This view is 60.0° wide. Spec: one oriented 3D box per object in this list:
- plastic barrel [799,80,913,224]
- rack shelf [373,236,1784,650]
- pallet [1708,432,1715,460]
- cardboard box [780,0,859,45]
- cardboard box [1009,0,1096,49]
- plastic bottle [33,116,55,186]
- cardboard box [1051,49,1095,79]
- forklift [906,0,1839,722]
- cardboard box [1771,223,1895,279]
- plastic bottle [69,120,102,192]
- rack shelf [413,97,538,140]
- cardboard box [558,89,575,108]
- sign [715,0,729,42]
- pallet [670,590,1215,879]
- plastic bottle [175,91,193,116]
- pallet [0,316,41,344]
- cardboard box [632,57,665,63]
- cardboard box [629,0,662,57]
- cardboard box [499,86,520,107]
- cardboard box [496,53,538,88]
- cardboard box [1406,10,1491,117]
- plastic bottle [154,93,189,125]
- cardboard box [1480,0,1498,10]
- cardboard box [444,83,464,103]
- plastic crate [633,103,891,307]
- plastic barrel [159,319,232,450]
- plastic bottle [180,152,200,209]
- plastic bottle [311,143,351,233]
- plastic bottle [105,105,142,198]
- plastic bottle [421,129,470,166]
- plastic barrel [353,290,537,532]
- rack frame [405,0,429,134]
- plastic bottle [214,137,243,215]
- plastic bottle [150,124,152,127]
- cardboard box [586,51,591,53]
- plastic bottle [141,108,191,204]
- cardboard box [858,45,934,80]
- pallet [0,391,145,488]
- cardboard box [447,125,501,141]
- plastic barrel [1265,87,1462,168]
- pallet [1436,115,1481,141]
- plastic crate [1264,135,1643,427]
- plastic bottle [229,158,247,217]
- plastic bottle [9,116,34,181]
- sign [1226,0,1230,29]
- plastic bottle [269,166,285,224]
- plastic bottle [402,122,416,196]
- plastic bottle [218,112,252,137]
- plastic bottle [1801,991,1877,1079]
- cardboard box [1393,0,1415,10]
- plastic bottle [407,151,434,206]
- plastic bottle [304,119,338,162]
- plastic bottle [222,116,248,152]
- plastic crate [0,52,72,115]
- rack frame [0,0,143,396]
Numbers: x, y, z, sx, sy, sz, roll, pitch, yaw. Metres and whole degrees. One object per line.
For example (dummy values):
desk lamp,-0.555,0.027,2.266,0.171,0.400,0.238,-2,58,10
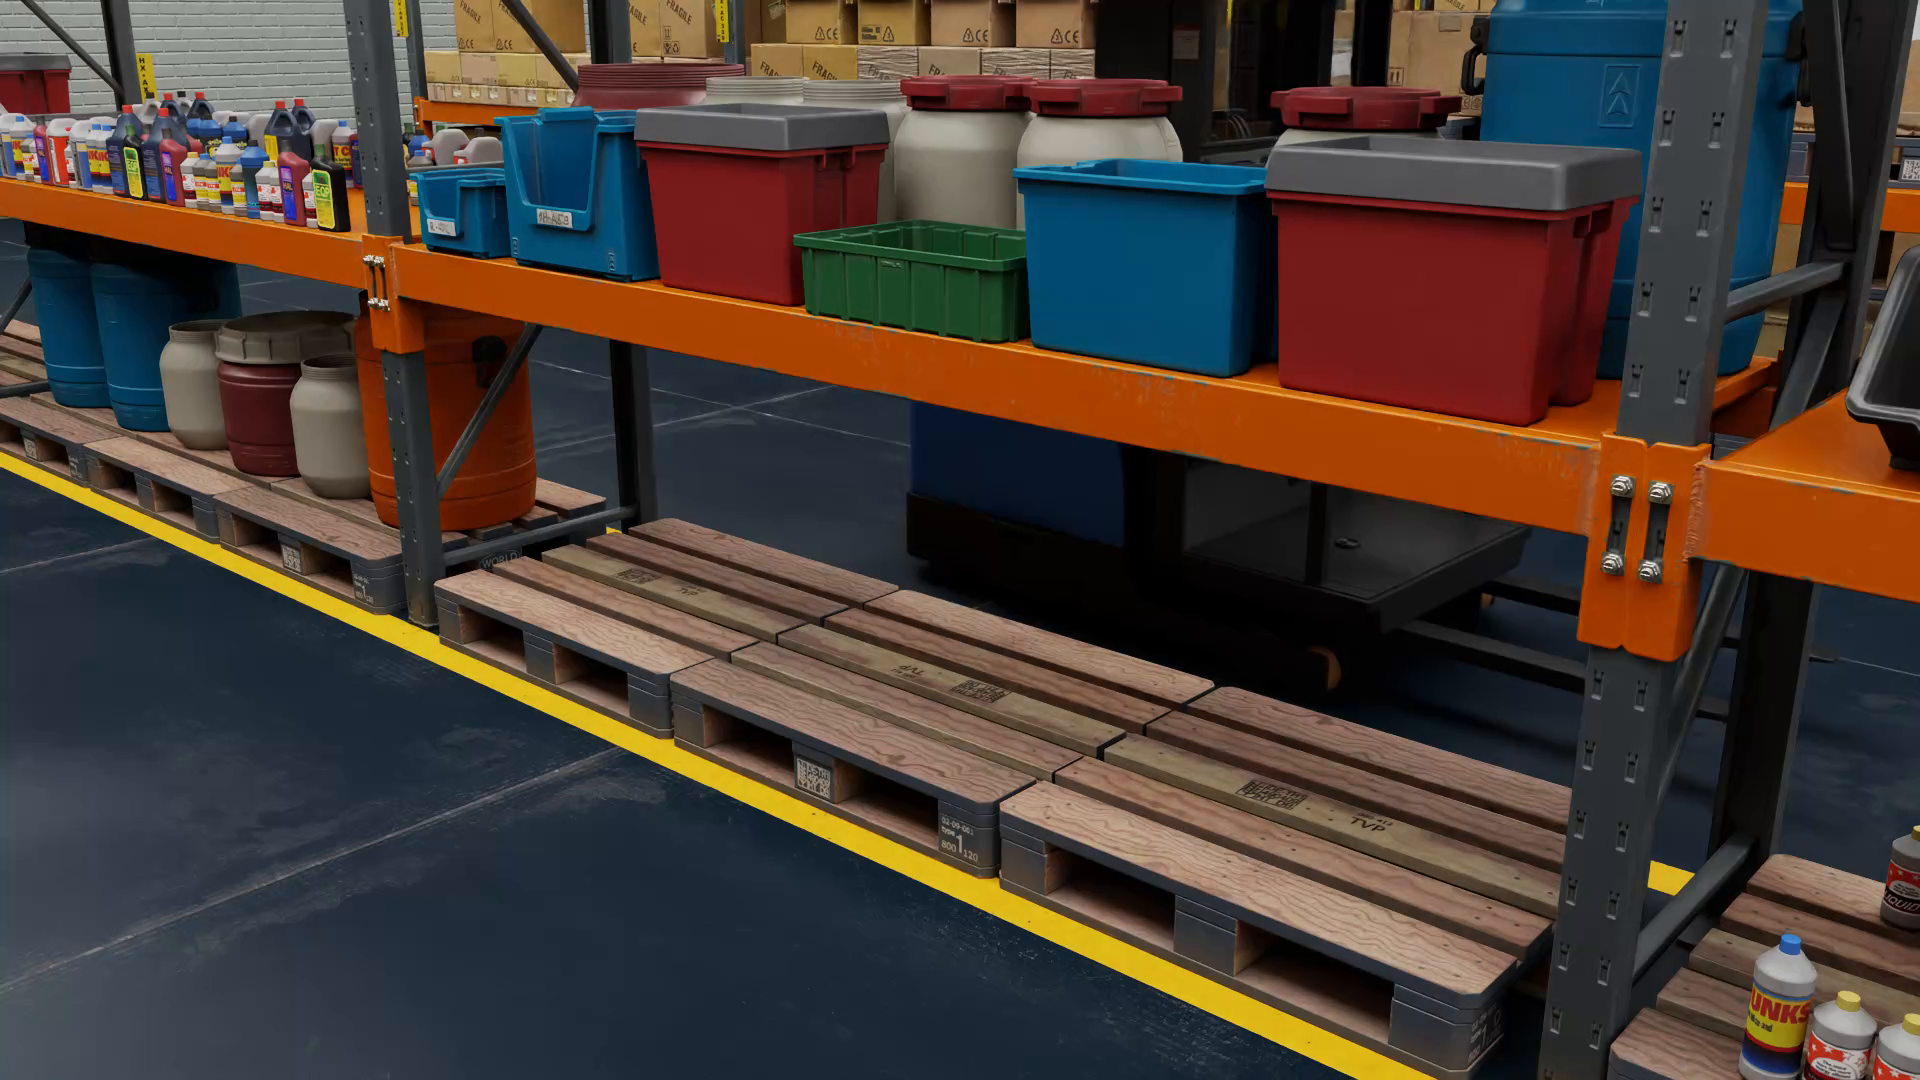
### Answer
plastic barrel,-0.292,-1.057,4.800,0.421,0.512,0.421,0,18,0
rack shelf,-0.022,-0.502,4.425,4.000,0.370,1.077,15,23,39
pallet,3.261,-0.636,8.267,1.213,0.211,1.003,15,23,39
cardboard box,-0.739,-3.570,11.078,0.637,0.503,0.797,14,23,38
cardboard box,0.748,-3.175,9.834,0.637,0.503,0.797,16,23,40
plastic bottle,-3.854,-1.646,7.032,0.133,0.283,0.061,15,23,39
cardboard box,0.867,-2.560,9.553,0.500,0.500,0.500,15,23,39
forklift,1.218,-1.089,5.197,3.031,2.935,1.130,16,24,41
cardboard box,6.189,-2.280,11.861,0.750,0.750,1.050,15,23,40
plastic bottle,-3.550,-1.579,6.834,0.135,0.276,0.152,15,23,39
rack shelf,-2.718,-3.229,13.018,4.000,0.370,1.077,15,23,39
cardboard box,-2.819,-3.347,12.615,0.250,0.149,0.380,16,23,40
sign,-1.589,-3.495,11.104,0.005,0.325,0.100,15,23,39
pallet,-0.056,0.492,4.714,1.213,0.211,1.003,15,23,39
plastic bottle,-3.605,-1.916,7.772,0.185,0.351,0.144,15,23,39
pallet,-6.002,-1.105,9.744,1.213,0.211,1.003,15,23,39
cardboard box,-2.115,-3.374,12.039,0.500,0.250,0.500,16,24,41
cardboard box,-2.115,-3.732,11.928,0.500,0.500,0.500,15,23,40
cardboard box,-3.398,-3.502,13.103,0.250,0.149,0.380,14,23,38
cardboard box,-3.267,-3.682,13.011,0.500,0.250,0.500,14,22,37
cardboard box,2.684,-2.426,8.439,0.700,0.500,0.500,-14,22,-38
plastic bottle,-3.562,-1.846,7.552,0.185,0.351,0.144,15,23,39
cardboard box,5.893,-5.688,17.756,0.500,0.500,0.500,15,23,39
cardboard box,-3.975,-3.657,13.591,0.250,0.149,0.380,15,23,38
plastic crate,-0.512,-0.884,4.332,0.583,0.464,0.402,15,23,39
plastic barrel,-3.222,-0.675,7.200,0.421,0.512,0.421,0,18,0
plastic bottle,-2.860,-1.347,6.227,0.097,0.201,0.097,0,18,0
plastic bottle,-2.104,-1.176,5.551,0.133,0.283,0.061,15,23,39
plastic bottle,-3.288,-1.543,6.596,0.185,0.351,0.144,15,23,39
plastic bottle,-1.973,-1.441,6.397,0.135,0.276,0.152,15,23,39
plastic barrel,-1.895,-0.507,6.144,0.708,0.830,0.600,15,23,39
rack frame,-4.214,-3.974,14.174,0.127,3.000,1.000,15,23,39
plastic bottle,-2.642,-1.322,6.031,0.097,0.271,0.097,0,18,0
plastic bottle,-3.241,-1.541,6.722,0.097,0.271,0.097,0,18,0
cardboard box,-2.915,-3.803,13.391,0.500,0.250,0.500,14,22,37
plastic bottle,-3.050,-1.479,6.394,0.185,0.351,0.144,15,23,39
cardboard box,-0.293,-2.868,10.525,0.500,0.500,0.500,14,23,38
pallet,-3.960,-0.557,8.016,1.213,0.211,1.003,15,23,39
cardboard box,-3.682,-3.051,14.084,0.875,0.875,0.875,15,23,39
plastic barrel,0.904,-0.750,3.792,0.433,0.535,0.433,0,18,0
pallet,2.373,-2.157,8.767,1.003,0.211,1.213,15,23,39
plastic crate,0.909,-0.502,3.130,0.583,0.464,0.402,15,23,39
plastic bottle,-2.569,-1.269,5.980,0.097,0.201,0.097,0,18,0
plastic bottle,-4.074,-1.707,7.243,0.097,0.271,0.097,0,18,0
sign,1.404,-2.793,8.540,0.005,0.325,0.100,15,23,39
plastic bottle,-2.350,-1.210,5.796,0.097,0.201,0.097,0,18,0
plastic bottle,-2.216,-1.528,6.660,0.133,0.283,0.061,15,23,39
plastic bottle,-3.249,-1.783,7.477,0.135,0.276,0.152,15,23,39
plastic bottle,1.497,0.864,2.829,0.097,0.201,0.097,0,18,0
cardboard box,4.820,-5.969,18.643,0.500,0.500,0.500,15,23,39
plastic bottle,-2.042,-1.373,6.308,0.097,0.201,0.097,0,18,0
plastic bottle,-2.664,-1.626,6.982,0.135,0.276,0.152,15,23,39
plastic bottle,-3.145,-1.703,7.230,0.097,0.271,0.097,0,18,0
plastic crate,-5.011,-2.345,8.837,0.583,0.464,0.402,15,23,39
rack frame,-4.510,-2.050,8.112,0.127,3.000,1.000,15,23,39
